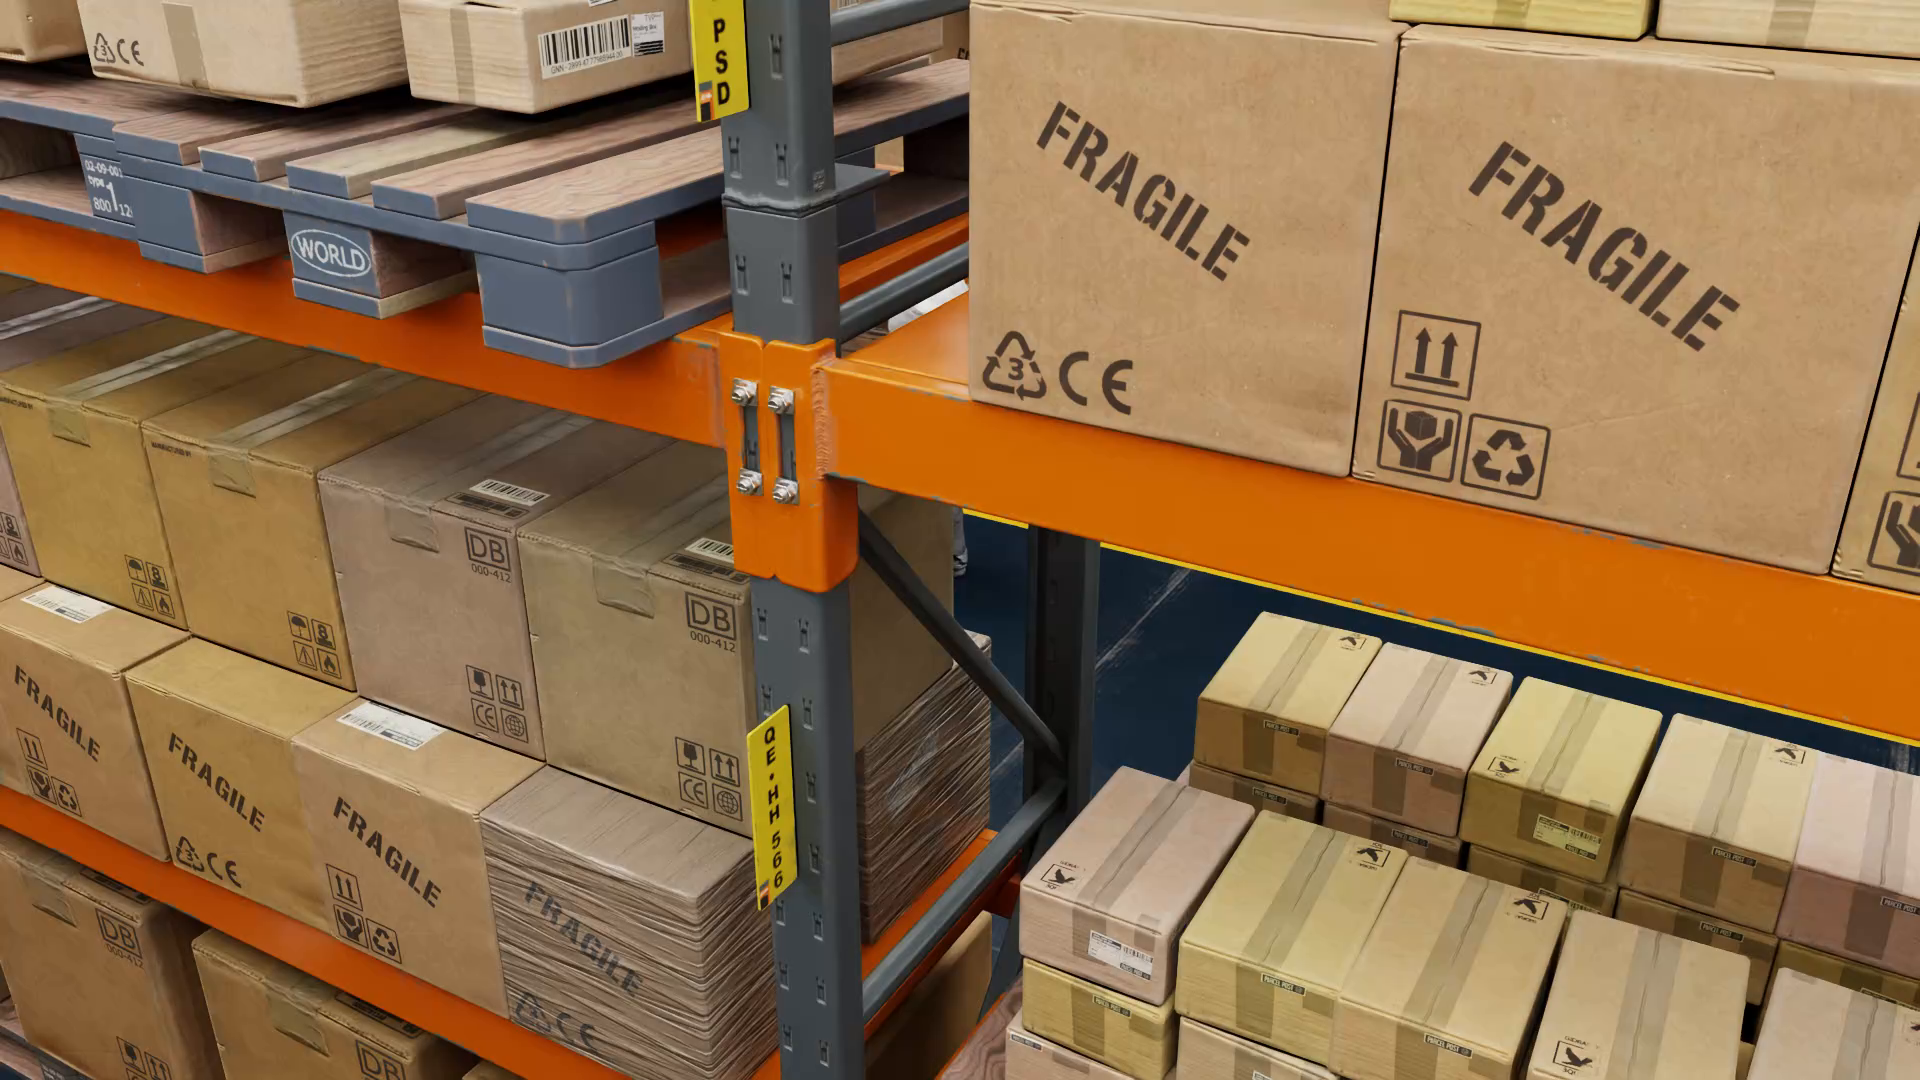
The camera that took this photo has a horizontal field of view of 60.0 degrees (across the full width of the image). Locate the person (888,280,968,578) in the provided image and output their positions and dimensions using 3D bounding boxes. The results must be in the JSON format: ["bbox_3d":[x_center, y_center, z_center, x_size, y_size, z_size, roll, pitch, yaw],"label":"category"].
[{"bbox_3d":[-0.153,-0.580,7.256,0.466,1.769,0.579,13,29,24],"label":"person"}]
